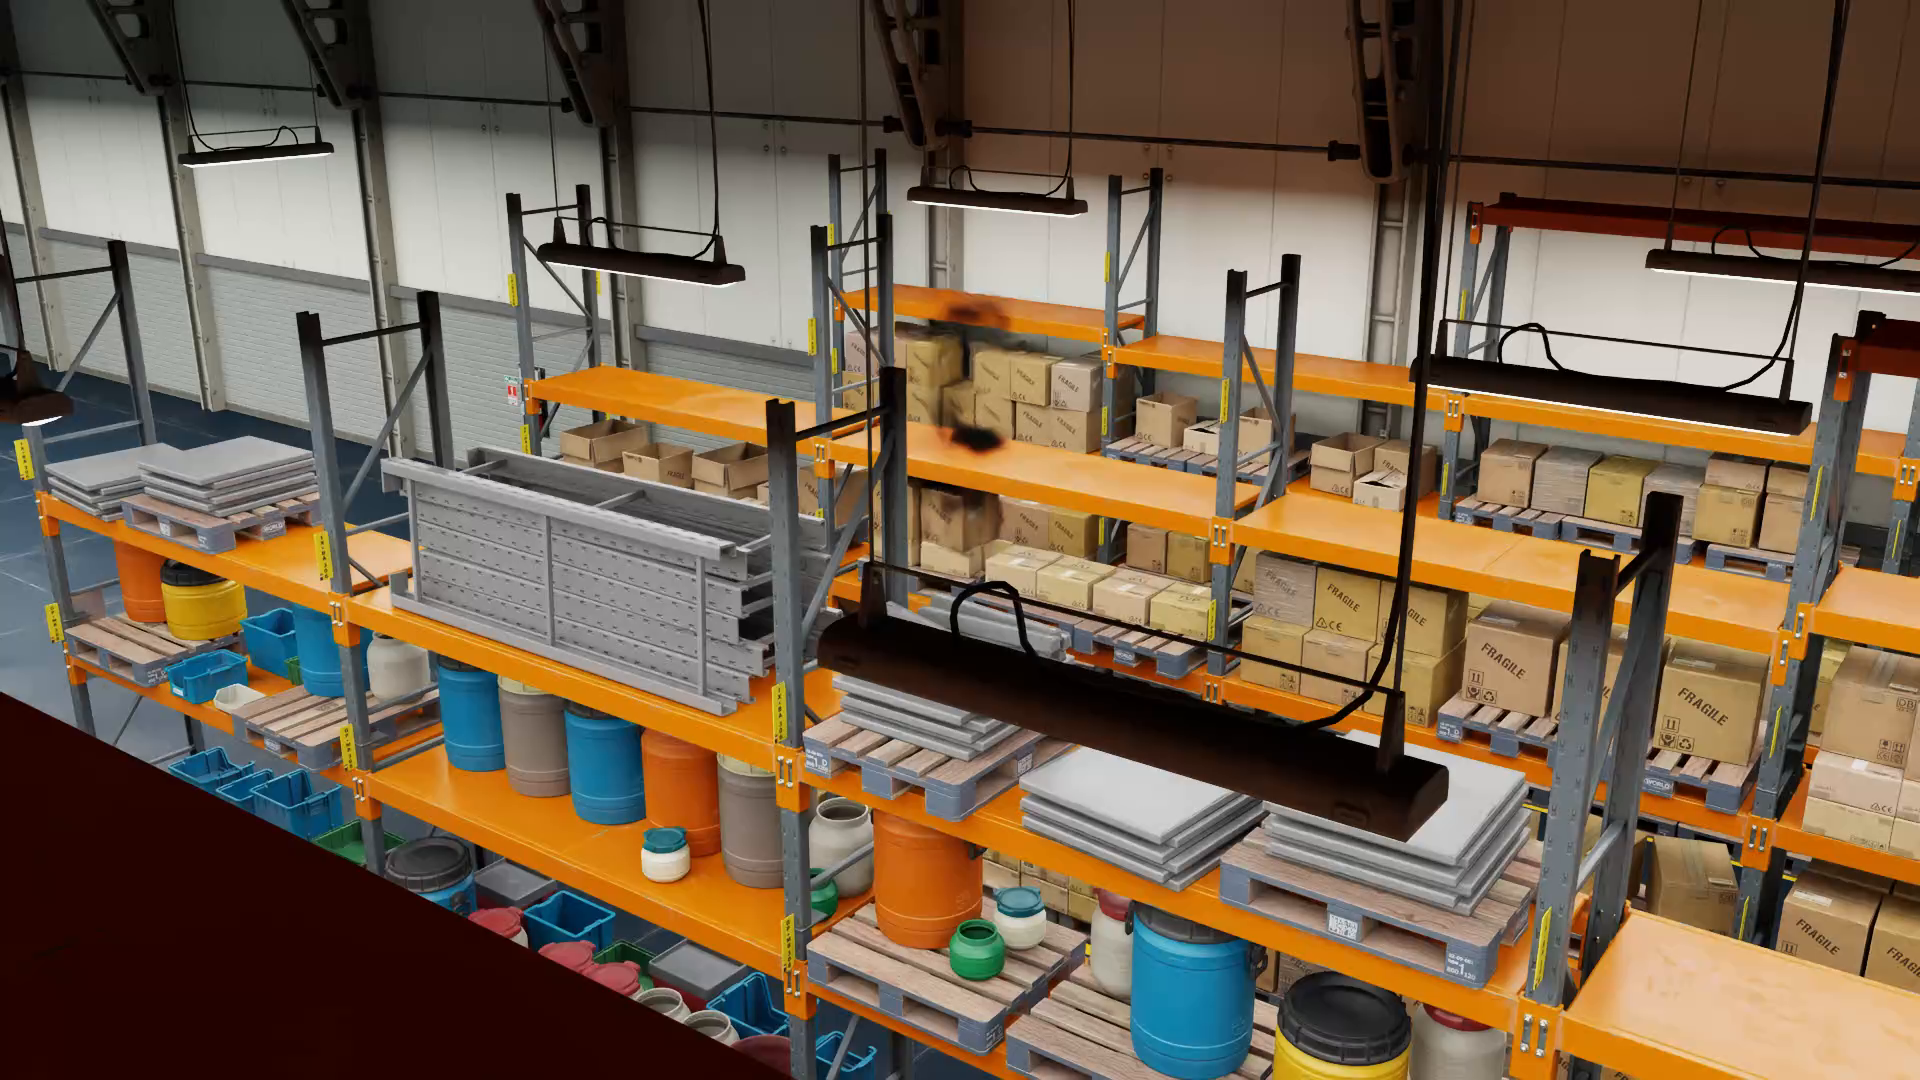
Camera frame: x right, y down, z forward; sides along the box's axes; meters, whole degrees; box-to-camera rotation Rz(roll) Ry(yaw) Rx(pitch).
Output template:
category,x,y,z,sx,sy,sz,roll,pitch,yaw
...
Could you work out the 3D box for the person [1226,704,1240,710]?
category,x,y,z,sx,sy,sz,roll,pitch,yaw
person,2.561,2.305,15.715,0.604,1.615,0.585,11,21,29
